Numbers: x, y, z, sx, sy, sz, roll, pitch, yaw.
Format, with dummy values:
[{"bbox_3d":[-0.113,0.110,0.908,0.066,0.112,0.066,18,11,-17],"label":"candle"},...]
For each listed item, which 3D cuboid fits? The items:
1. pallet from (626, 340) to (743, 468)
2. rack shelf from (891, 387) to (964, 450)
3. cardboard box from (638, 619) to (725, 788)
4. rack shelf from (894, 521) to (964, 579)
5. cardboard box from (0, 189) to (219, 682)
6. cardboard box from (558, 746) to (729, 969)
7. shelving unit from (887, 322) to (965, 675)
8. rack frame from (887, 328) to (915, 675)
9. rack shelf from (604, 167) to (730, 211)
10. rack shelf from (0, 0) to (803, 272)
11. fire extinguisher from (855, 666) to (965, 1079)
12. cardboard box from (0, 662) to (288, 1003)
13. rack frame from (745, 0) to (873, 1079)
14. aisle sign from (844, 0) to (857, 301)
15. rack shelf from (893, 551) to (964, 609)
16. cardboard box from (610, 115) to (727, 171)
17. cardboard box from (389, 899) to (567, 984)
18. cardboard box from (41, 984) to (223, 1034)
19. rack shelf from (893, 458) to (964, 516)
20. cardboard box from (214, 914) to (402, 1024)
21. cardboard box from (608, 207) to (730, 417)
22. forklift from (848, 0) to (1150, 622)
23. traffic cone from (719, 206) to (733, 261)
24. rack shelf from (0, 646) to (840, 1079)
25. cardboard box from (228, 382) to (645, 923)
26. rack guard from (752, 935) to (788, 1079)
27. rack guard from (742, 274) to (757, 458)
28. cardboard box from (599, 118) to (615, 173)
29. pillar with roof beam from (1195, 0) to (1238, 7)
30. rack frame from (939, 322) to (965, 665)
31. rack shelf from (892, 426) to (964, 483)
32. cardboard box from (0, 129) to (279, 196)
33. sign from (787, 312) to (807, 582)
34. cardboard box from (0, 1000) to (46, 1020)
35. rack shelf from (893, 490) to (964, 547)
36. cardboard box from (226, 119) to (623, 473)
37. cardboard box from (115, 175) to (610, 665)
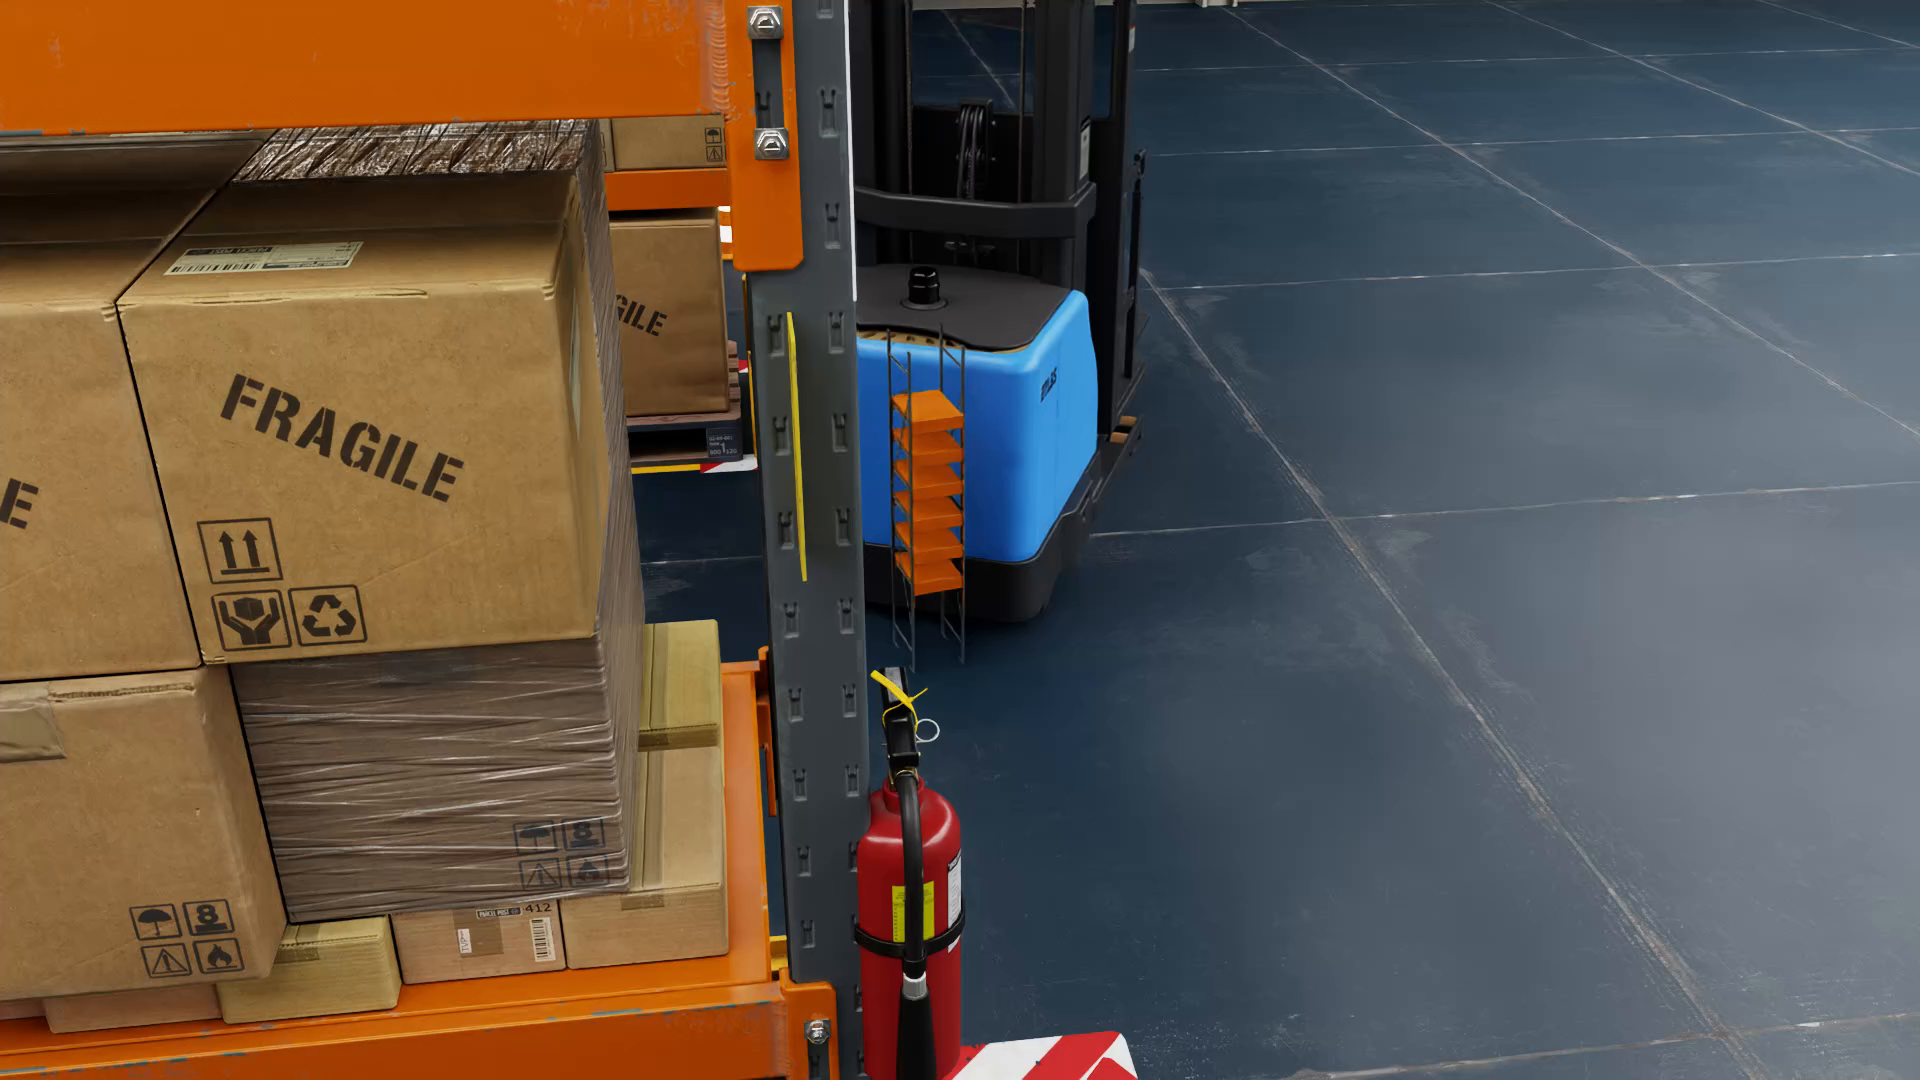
[{"bbox_3d":[-1.632,-0.631,7.749,1.213,0.211,1.003,-4,27,-7],"label":"pallet"},{"bbox_3d":[-0.113,-0.407,5.537,0.180,0.103,0.258,-9,29,-17],"label":"rack shelf"},{"bbox_3d":[-0.576,0.313,3.130,0.250,0.149,0.380,-4,27,-7],"label":"cardboard box"},{"bbox_3d":[-0.113,0.019,5.757,0.180,0.103,0.258,-9,29,-17],"label":"rack shelf"},{"bbox_3d":[-1.265,-0.150,2.226,0.500,0.500,0.500,-4,27,-7],"label":"cardboard box"},{"bbox_3d":[-0.514,0.514,2.738,0.250,0.149,0.380,-4,27,-7],"label":"cardboard box"},{"bbox_3d":[-0.113,-0.127,5.682,0.189,1.200,0.258,-9,29,-17],"label":"shelving unit"},{"bbox_3d":[-0.199,-0.113,5.655,0.006,1.200,0.240,-9,29,-17],"label":"rack frame"},{"bbox_3d":[-2.832,-1.511,7.197,4.000,0.370,1.077,-4,27,-7],"label":"rack shelf"},{"bbox_3d":[-2.241,-0.597,2.130,4.000,0.370,1.077,-4,27,-7],"label":"rack shelf"},{"bbox_3d":[-0.083,0.526,2.524,0.183,0.674,0.296,-4,27,-7],"label":"fire extinguisher"},{"bbox_3d":[-1.287,0.222,2.596,0.500,0.500,0.875,-4,27,-7],"label":"cardboard box"},{"bbox_3d":[-0.261,0.289,2.901,0.053,2.616,0.949,-4,27,-7],"label":"rack frame"},{"bbox_3d":[-0.157,-0.734,2.048,0.004,0.787,0.394,-4,27,-7],"label":"aisle sign"},{"bbox_3d":[-0.113,0.126,5.813,0.180,0.103,0.258,-9,29,-17],"label":"rack shelf"},{"bbox_3d":[-1.212,-1.981,7.160,0.550,0.550,0.875,-4,27,-7],"label":"cardboard box"},{"bbox_3d":[-0.761,0.529,2.708,0.250,0.149,0.380,-4,27,-7],"label":"cardboard box"},{"bbox_3d":[-1.252,0.577,2.614,0.250,0.149,0.380,-4,27,-7],"label":"cardboard box"},{"bbox_3d":[-0.113,-0.194,5.647,0.180,0.103,0.258,-9,29,-17],"label":"rack shelf"},{"bbox_3d":[-1.002,0.569,2.631,0.250,0.149,0.380,-4,27,-7],"label":"cardboard box"},{"bbox_3d":[-1.514,-1.127,7.527,0.875,0.875,0.875,-4,27,-7],"label":"cardboard box"},{"bbox_3d":[0.200,-1.660,6.774,1.130,2.935,3.031,8,28,15],"label":"forklift"},{"bbox_3d":[-1.396,-1.970,10.083,0.334,0.463,0.336,-4,27,-7],"label":"traffic cone"},{"bbox_3d":[-2.241,0.738,2.814,4.000,0.370,1.077,-4,27,-7],"label":"rack shelf"},{"bbox_3d":[-0.809,0.136,2.763,0.500,0.500,0.875,-4,27,-7],"label":"cardboard box"},{"bbox_3d":[-0.336,1.408,3.459,0.348,0.500,1.175,-4,27,-7],"label":"rack guard"},{"bbox_3d":[-0.828,-0.848,7.854,0.348,0.500,1.175,-4,27,-7],"label":"rack guard"},{"bbox_3d":[-1.754,-1.936,7.073,0.550,0.550,0.875,-4,27,-7],"label":"cardboard box"},{"bbox_3d":[3.390,-7.901,12.291,0.400,9.000,9.100,-4,27,-7],"label":"pillar with roof beam"},{"bbox_3d":[-0.027,-0.141,5.709,0.006,1.200,0.240,-9,29,-17],"label":"rack frame"},{"bbox_3d":[-0.113,-0.301,5.592,0.180,0.103,0.258,-9,29,-17],"label":"rack shelf"},{"bbox_3d":[-1.339,-0.391,2.695,0.500,0.500,0.500,-4,27,-7],"label":"cardboard box"},{"bbox_3d":[-0.203,-0.113,2.070,0.005,0.325,0.100,-4,27,-7],"label":"sign"},{"bbox_3d":[-1.505,0.575,2.620,0.250,0.149,0.380,-4,27,-7],"label":"cardboard box"},{"bbox_3d":[-0.113,-0.087,5.702,0.180,0.103,0.258,-9,29,-17],"label":"rack shelf"},{"bbox_3d":[-0.843,-0.419,2.751,0.500,0.500,0.500,-4,27,-7],"label":"cardboard box"},{"bbox_3d":[-0.771,-0.184,2.293,0.500,0.500,0.500,-4,27,-7],"label":"cardboard box"}]
